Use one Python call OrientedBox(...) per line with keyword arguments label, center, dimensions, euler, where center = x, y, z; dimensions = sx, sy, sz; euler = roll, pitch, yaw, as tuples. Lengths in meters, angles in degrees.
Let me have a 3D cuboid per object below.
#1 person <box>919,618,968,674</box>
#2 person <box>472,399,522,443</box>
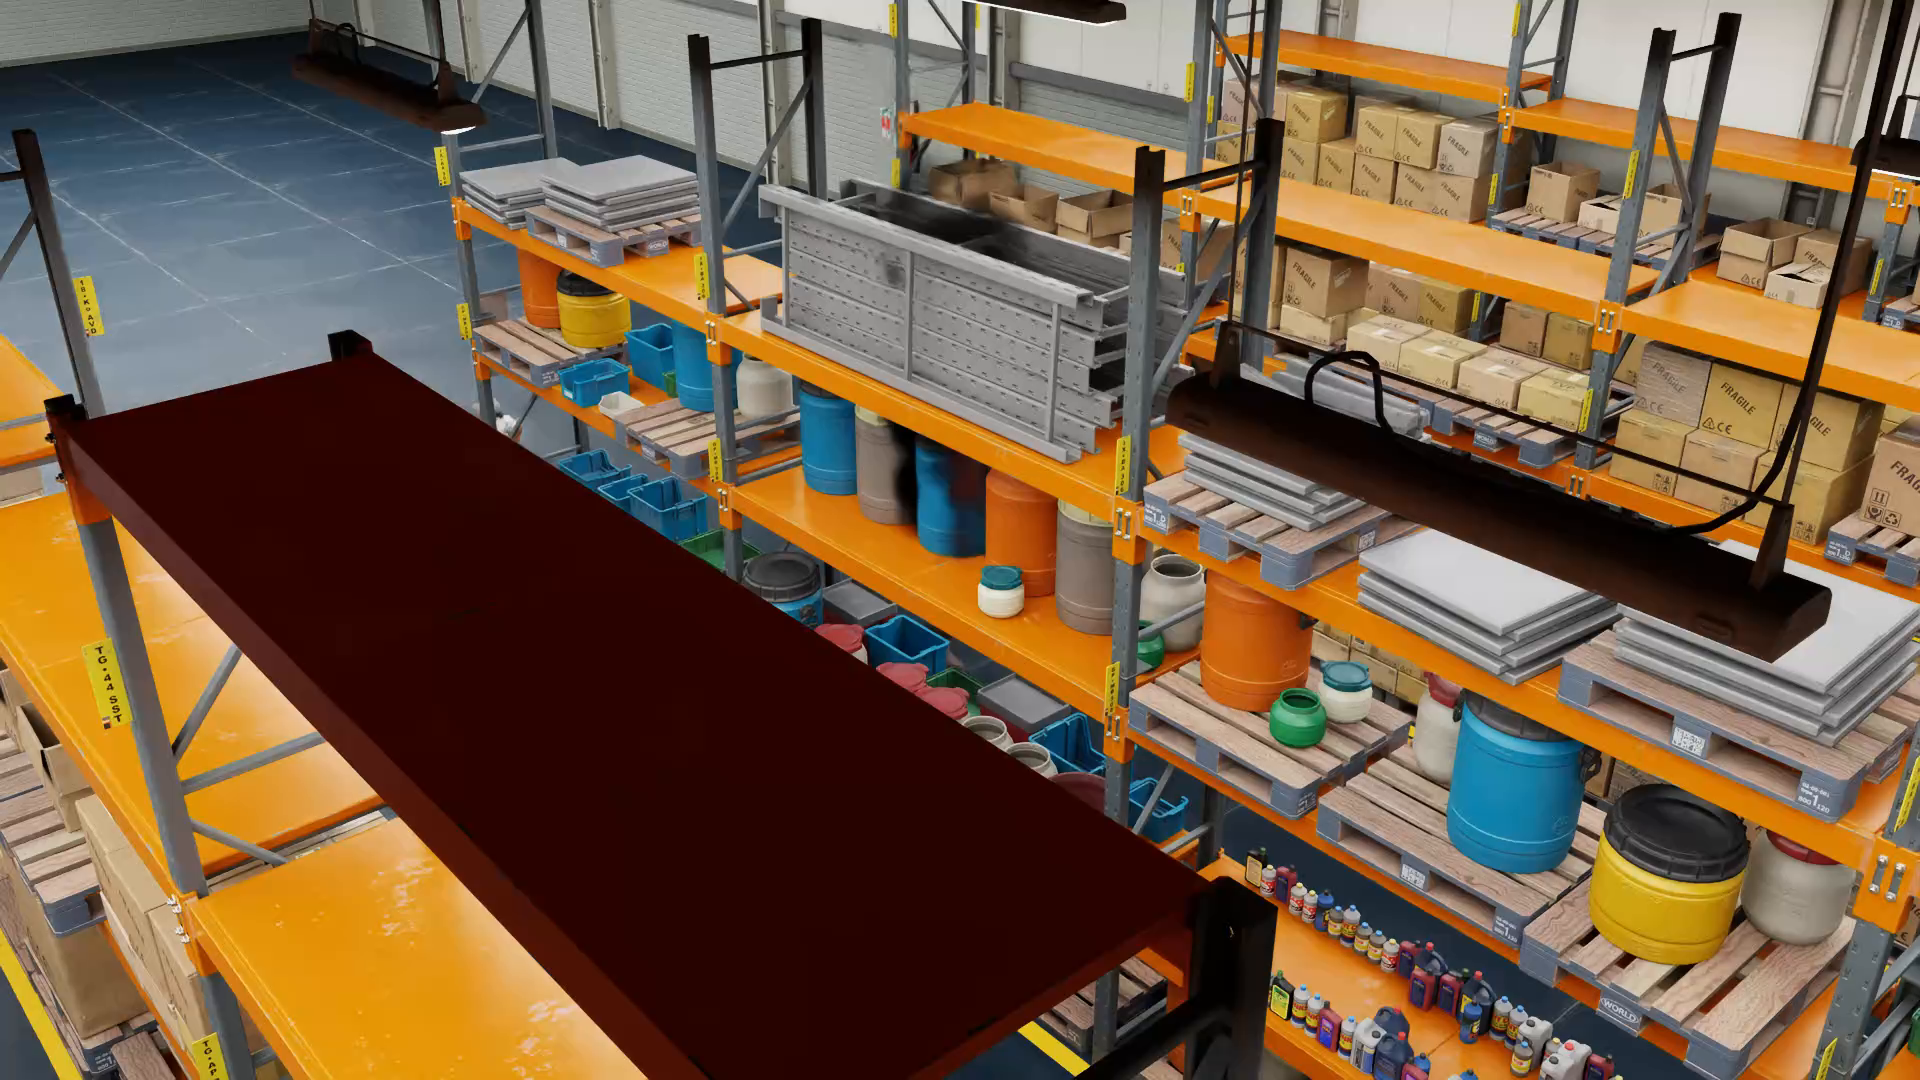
OrientedBox(label="person", center=(-0.112, 0.571, 14.602), dimensions=(0.603, 1.673, 0.656), euler=(20, 33, 34))
OrientedBox(label="person", center=(-4.796, -0.700, 17.133), dimensions=(0.847, 1.662, 0.606), euler=(-2, 27, -4))
